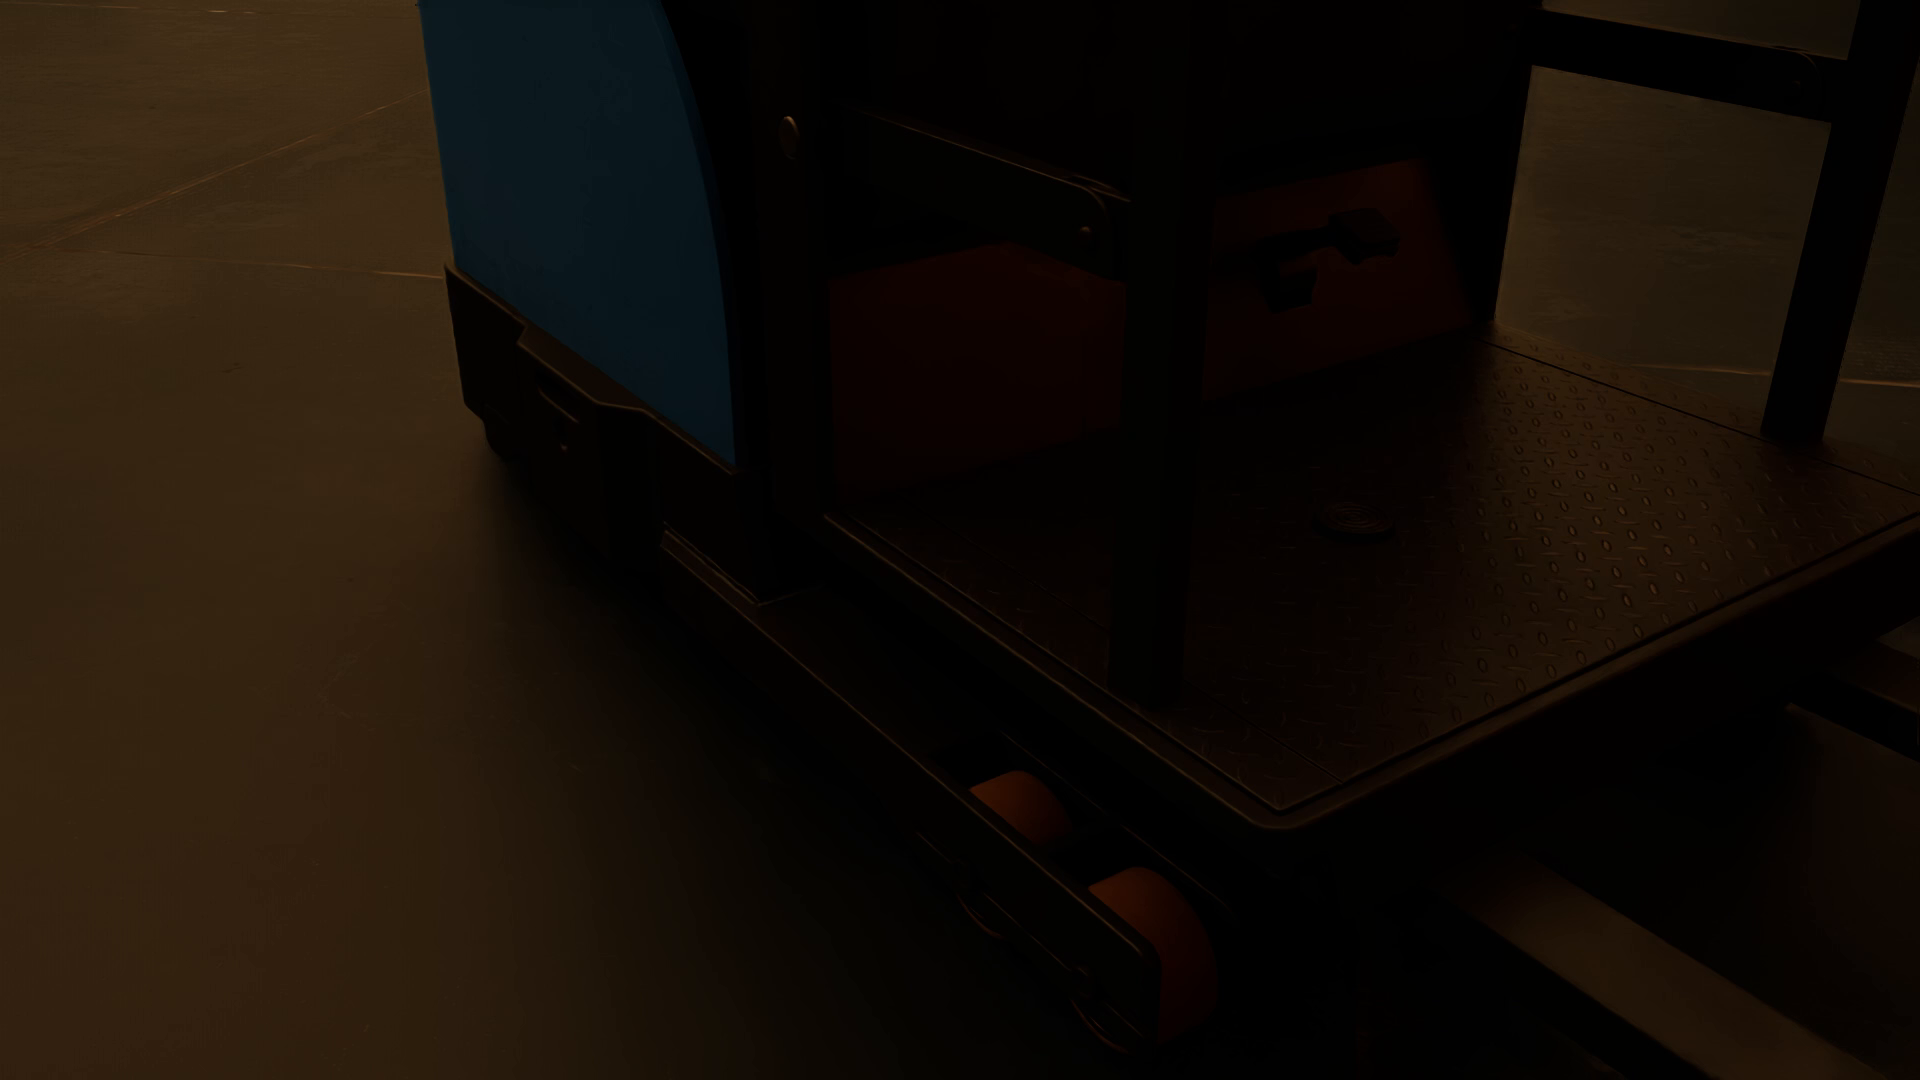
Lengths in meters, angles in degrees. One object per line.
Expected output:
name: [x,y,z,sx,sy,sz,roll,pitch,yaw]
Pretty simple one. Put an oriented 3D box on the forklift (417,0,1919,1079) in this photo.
forklift: [0.412,-1.079,1.385,1.130,2.935,3.031,-17,32,-31]
